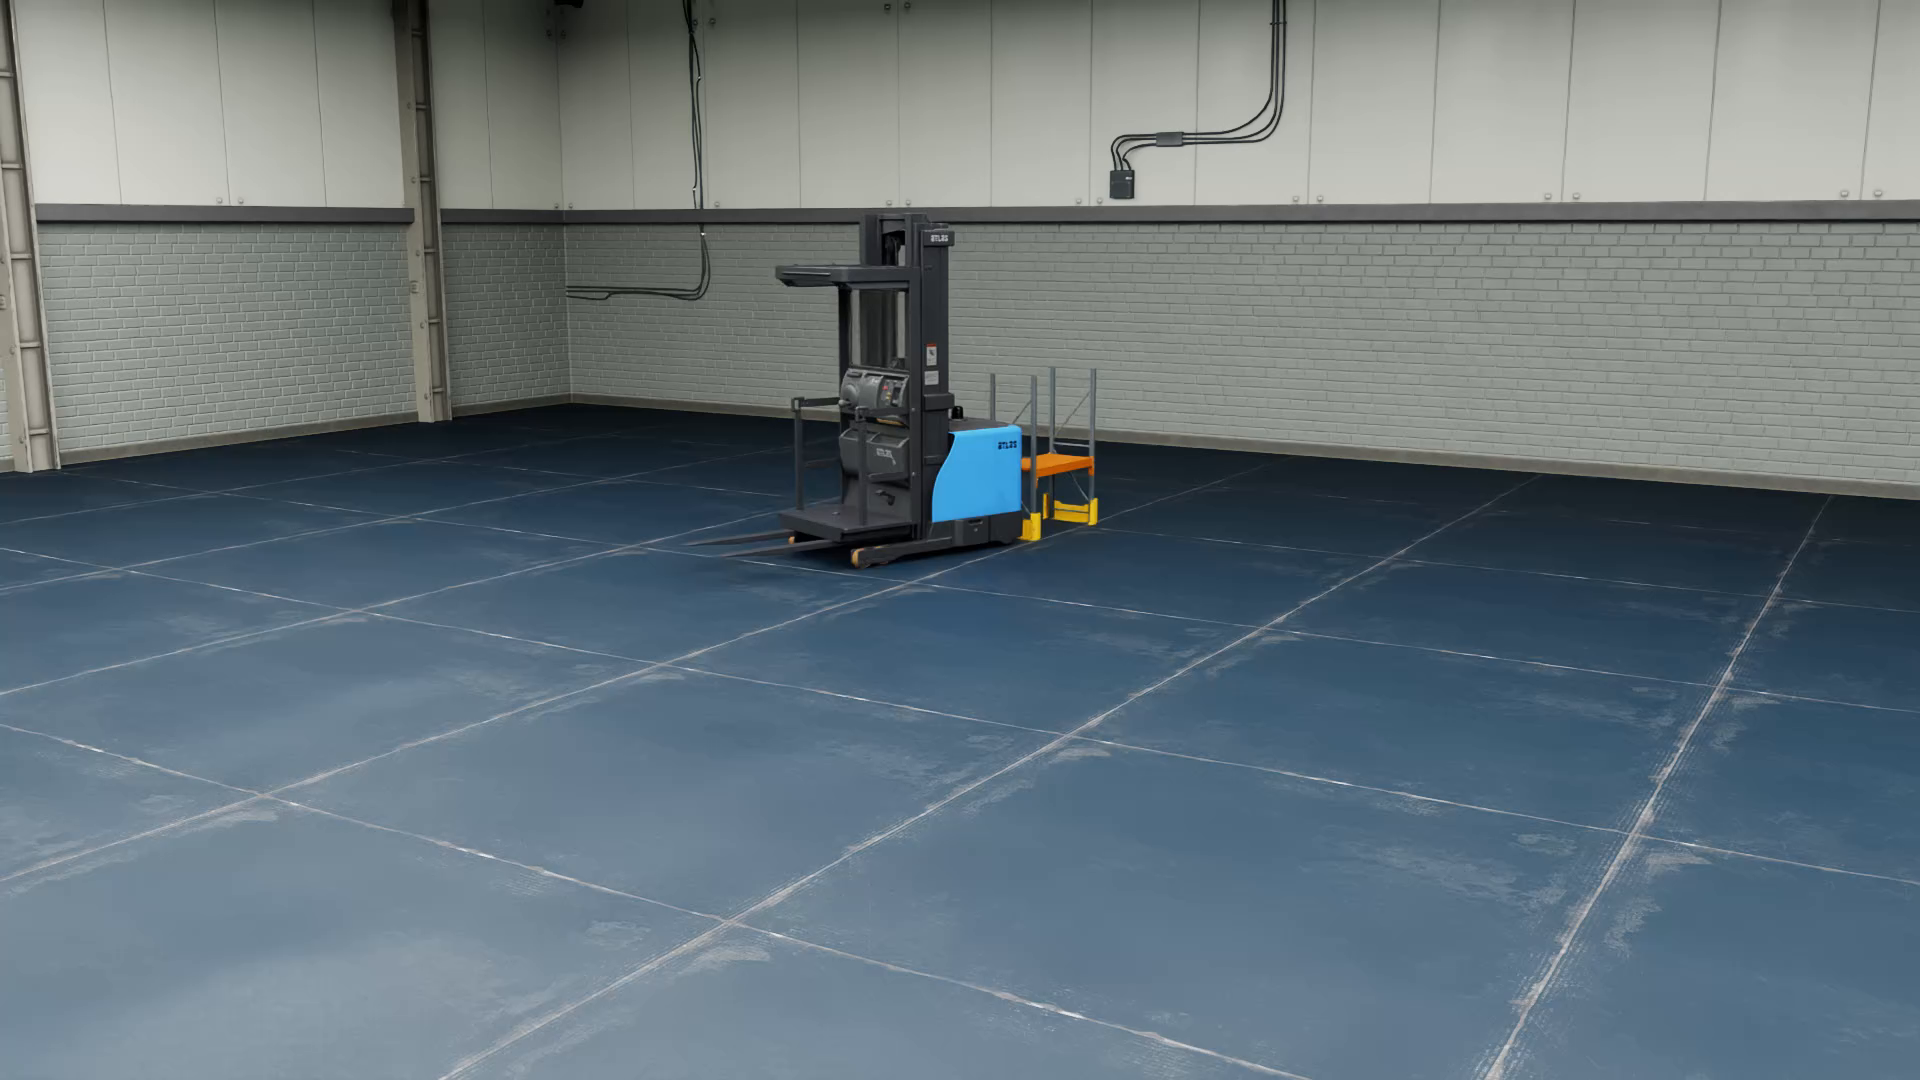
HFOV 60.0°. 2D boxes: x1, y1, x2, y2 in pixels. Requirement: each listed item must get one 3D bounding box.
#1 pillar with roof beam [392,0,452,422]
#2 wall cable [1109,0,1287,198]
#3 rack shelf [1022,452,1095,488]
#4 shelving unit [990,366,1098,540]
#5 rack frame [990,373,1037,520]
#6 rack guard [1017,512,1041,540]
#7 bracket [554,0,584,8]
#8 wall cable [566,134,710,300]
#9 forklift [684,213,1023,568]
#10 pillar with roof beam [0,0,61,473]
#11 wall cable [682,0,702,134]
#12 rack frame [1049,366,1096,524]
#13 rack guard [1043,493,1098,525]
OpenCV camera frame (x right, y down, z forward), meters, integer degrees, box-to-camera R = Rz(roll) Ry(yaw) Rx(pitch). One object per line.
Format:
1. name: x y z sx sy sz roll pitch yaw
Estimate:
1. pillar with roof beam: -4.135 -5.790 21.721 9.100 9.000 0.548 6 12 31
2. wall cable: 2.951 -7.300 20.547 2.305 6.003 0.169 6 12 31
3. rack shelf: 0.784 -0.668 15.717 0.538 0.185 1.000 8 13 35
4. shelving unit: 0.779 -0.843 15.677 0.587 1.500 1.083 8 13 35
5. rack frame: 0.485 -0.769 15.280 0.500 1.500 0.032 8 13 35
6. rack guard: 0.486 -0.155 15.396 0.587 0.250 0.087 8 13 35
7. bracket: -6.065 -8.374 25.745 0.235 0.232 0.430 6 12 31
8. wall cable: -5.155 -5.012 26.004 3.097 2.526 0.112 6 12 31
9. forklift: -0.907 -1.311 14.290 3.031 2.935 1.130 -8 13 -37
10. pillar with roof beam: -7.250 -4.846 16.681 9.100 9.000 0.400 6 12 31
11. wall cable: -2.843 -7.236 24.159 3.097 2.526 0.112 6 12 31
12. rack frame: 1.083 -0.920 16.088 0.500 1.500 0.032 8 13 35
13. rack guard: 1.072 -0.303 16.188 0.587 0.250 0.087 8 13 35
